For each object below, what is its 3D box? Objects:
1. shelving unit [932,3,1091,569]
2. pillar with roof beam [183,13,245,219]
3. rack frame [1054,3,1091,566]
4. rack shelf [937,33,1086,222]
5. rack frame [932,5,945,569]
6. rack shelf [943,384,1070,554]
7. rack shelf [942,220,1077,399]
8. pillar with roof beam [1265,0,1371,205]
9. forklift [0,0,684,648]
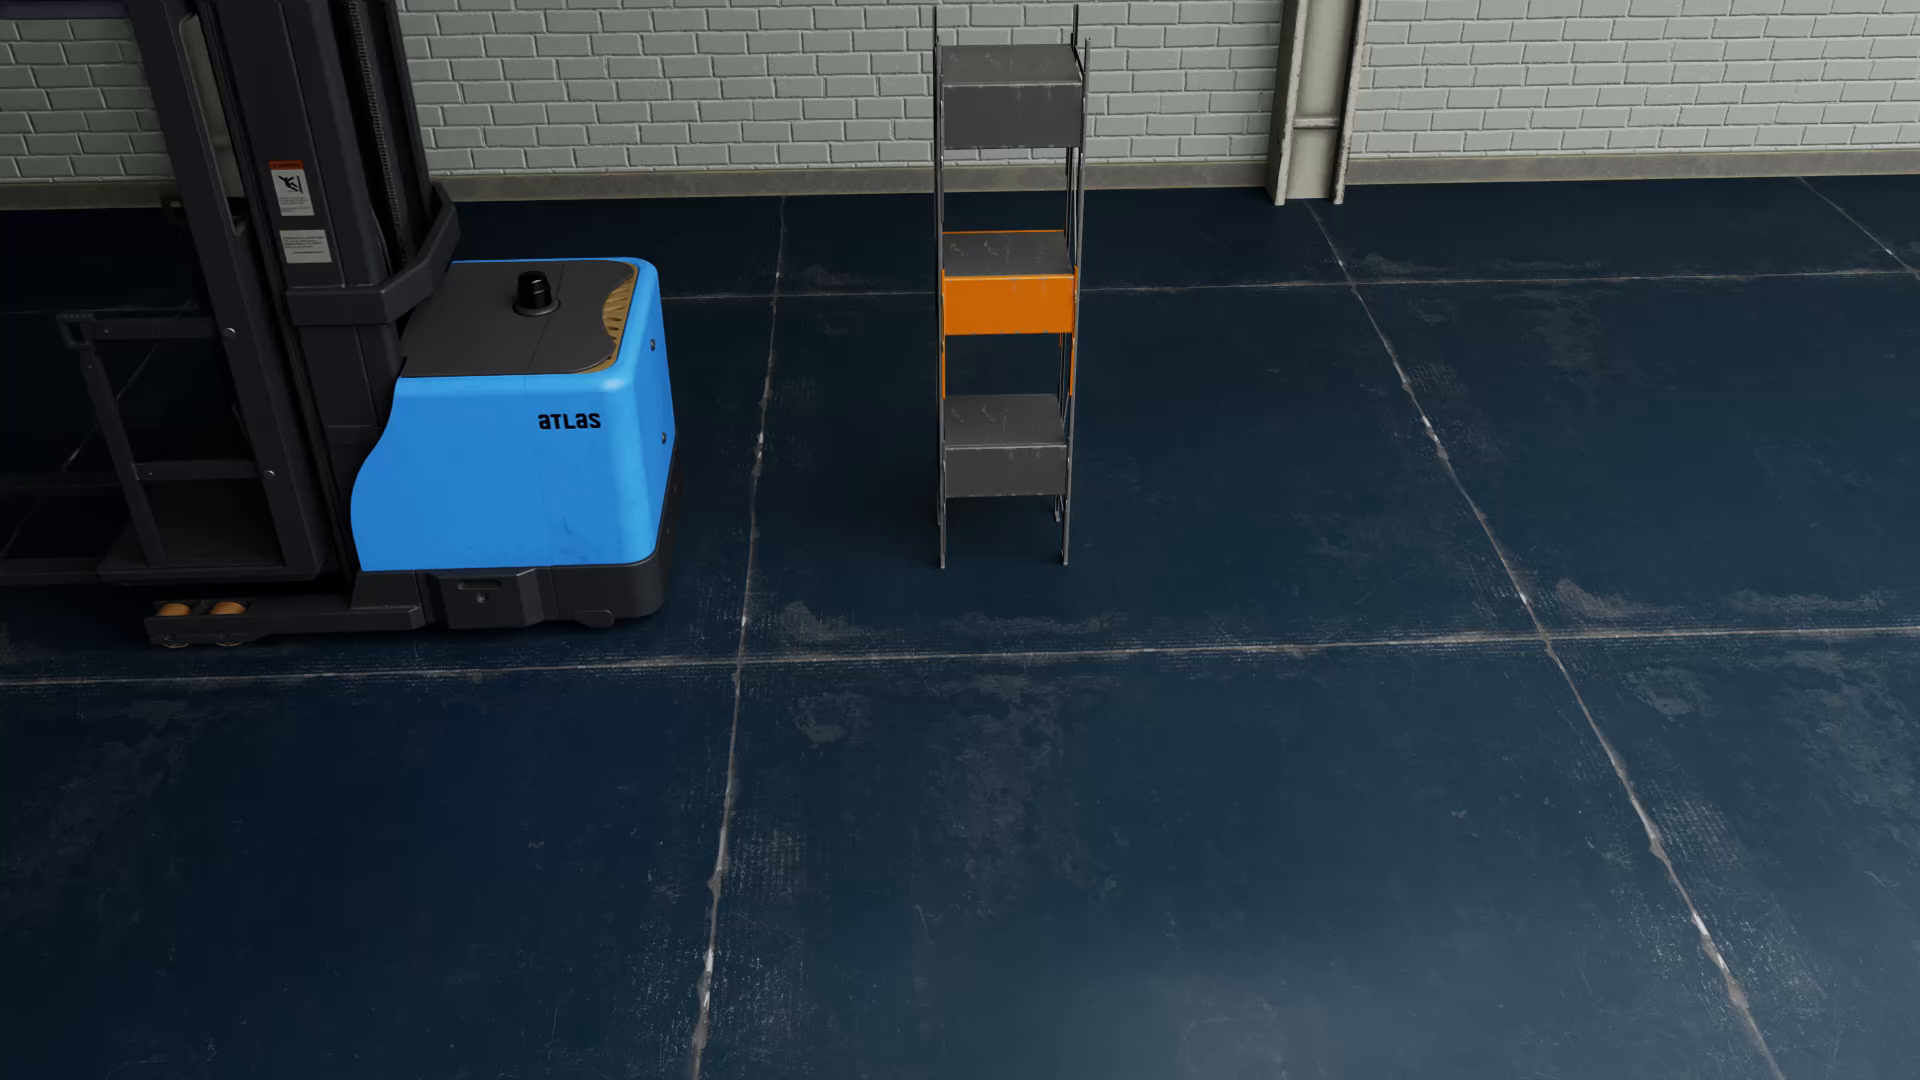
[{"bbox_3d":[0.165,-0.868,6.159,0.503,2.100,0.431,-2,35,-2],"label":"shelving unit"},{"bbox_3d":[-3.798,-3.102,3.324,0.400,9.000,9.100,-2,35,-2],"label":"pillar with roof beam"},{"bbox_3d":[0.409,-0.874,6.168,0.015,2.100,0.400,-2,35,-2],"label":"rack frame"},{"bbox_3d":[0.165,-1.432,5.768,0.480,0.518,0.431,-2,35,-2],"label":"rack shelf"},{"bbox_3d":[-0.078,-0.861,6.149,0.015,2.100,0.400,-2,35,-2],"label":"rack frame"},{"bbox_3d":[0.165,-0.281,6.565,0.480,0.518,0.431,-2,35,-2],"label":"rack shelf"},{"bbox_3d":[0.165,-0.857,6.167,0.480,0.518,0.431,-2,35,-2],"label":"rack shelf"},{"bbox_3d":[2.195,-3.263,3.558,0.400,9.000,9.100,-2,35,-2],"label":"pillar with roof beam"},{"bbox_3d":[-2.651,-1.114,5.784,3.031,2.935,1.130,-2,35,-2],"label":"forklift"}]
